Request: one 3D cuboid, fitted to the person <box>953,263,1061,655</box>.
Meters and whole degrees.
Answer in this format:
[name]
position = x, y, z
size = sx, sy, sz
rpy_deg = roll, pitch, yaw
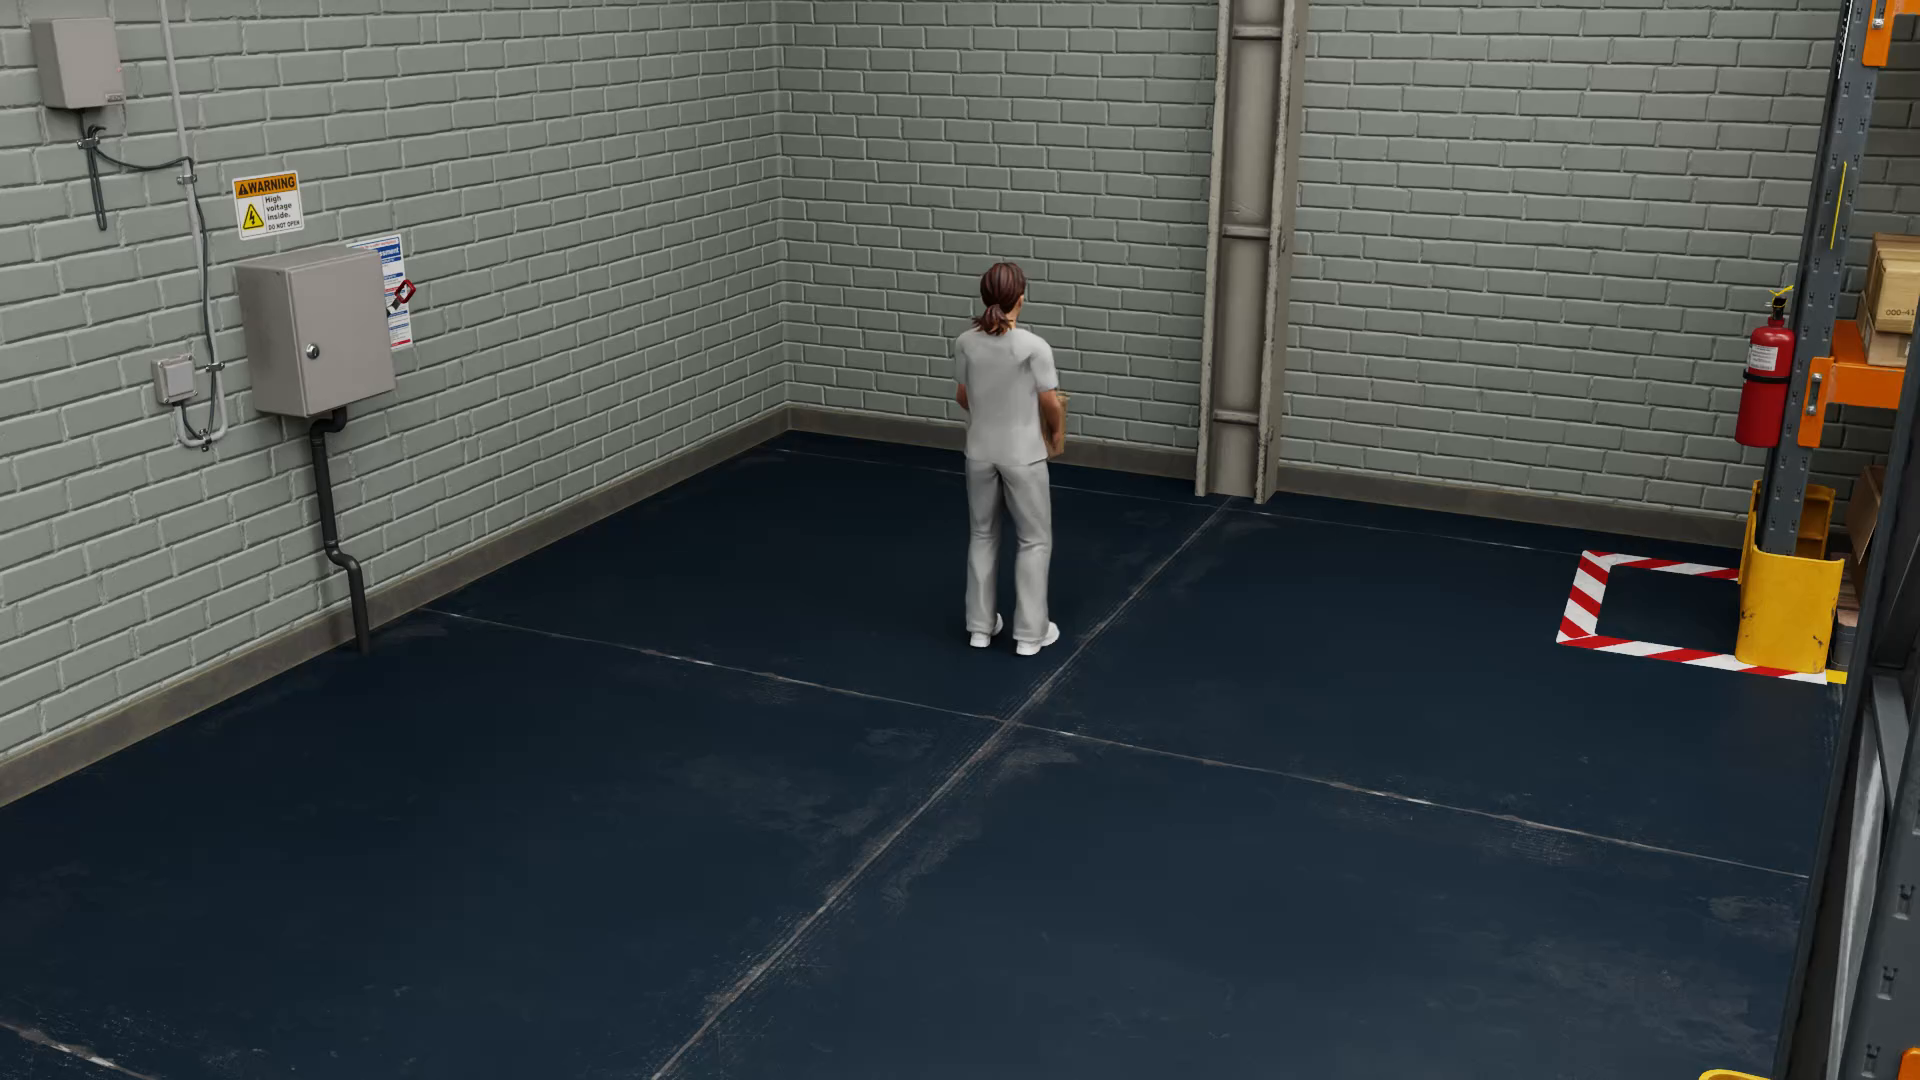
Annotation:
[person]
position = 0.214, -0.353, 7.083
size = 0.463, 1.675, 0.490
rpy_deg = 8, 21, 22
